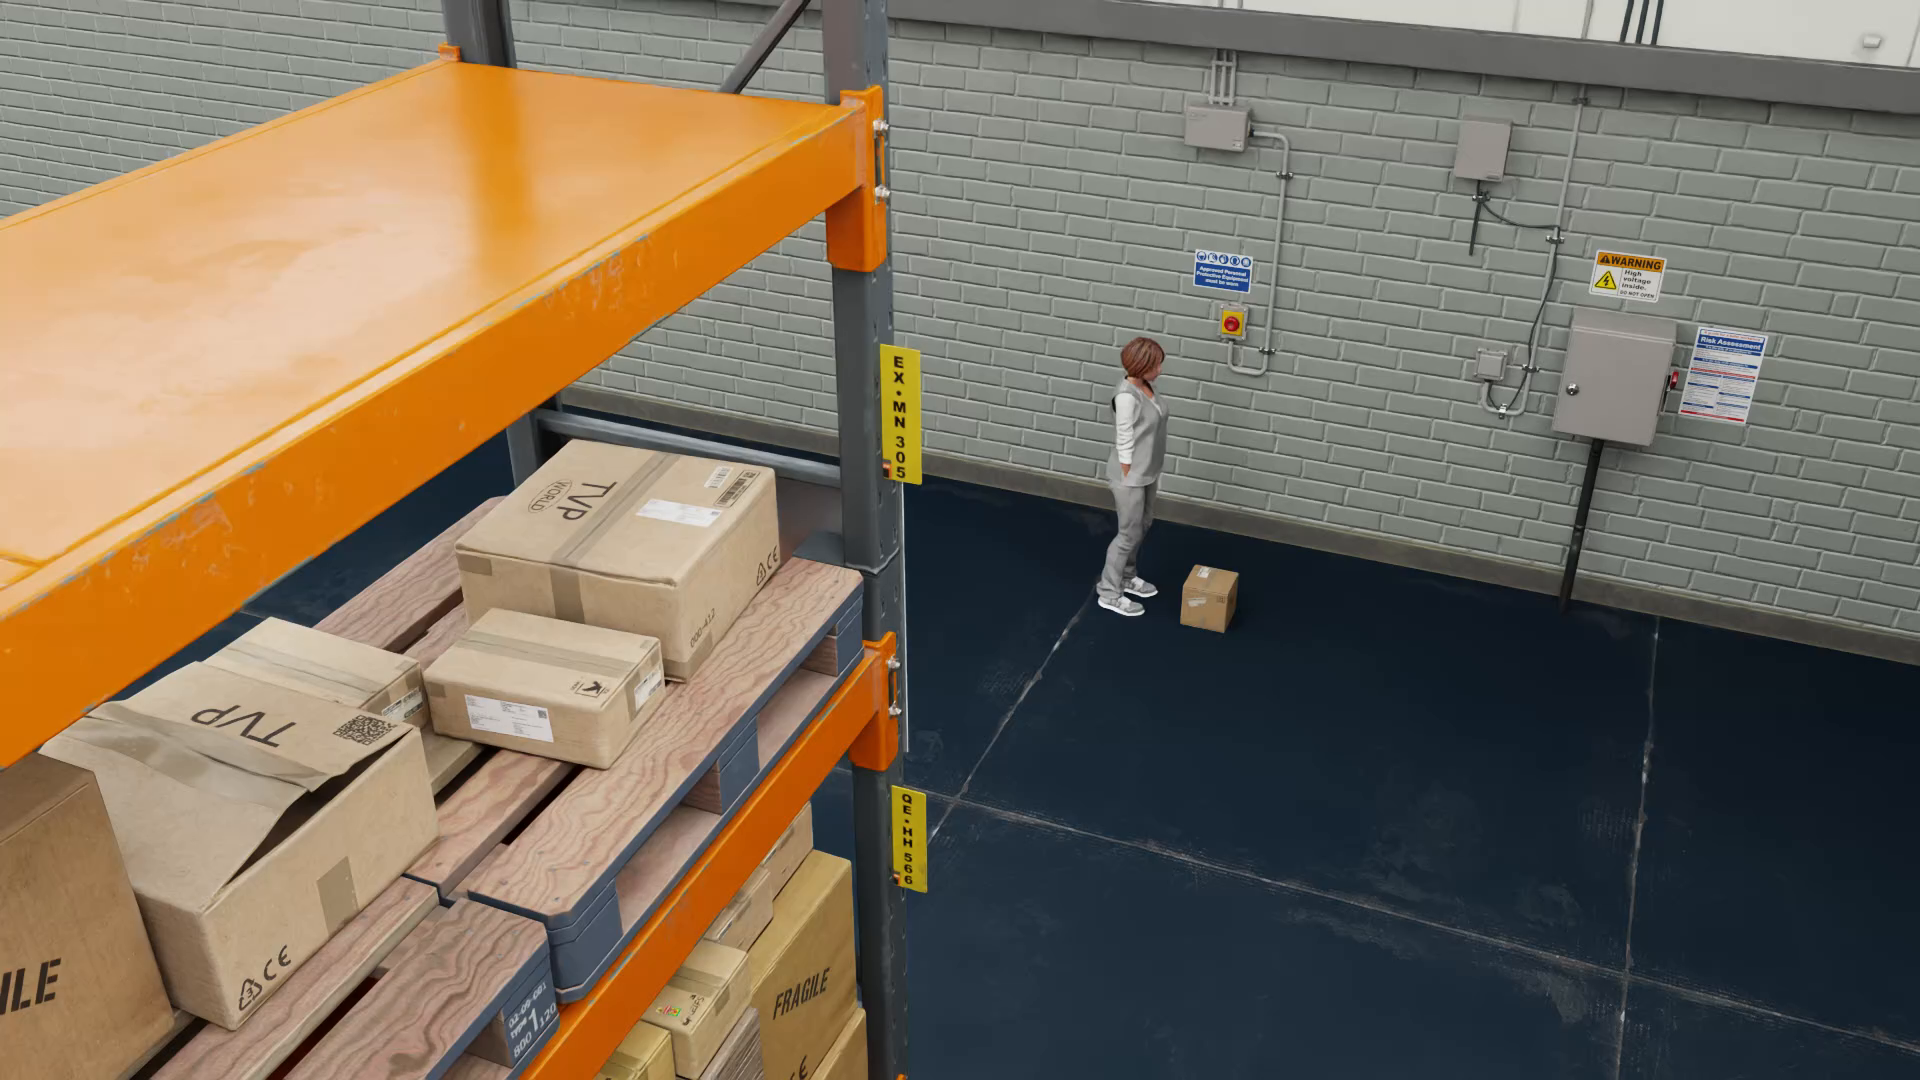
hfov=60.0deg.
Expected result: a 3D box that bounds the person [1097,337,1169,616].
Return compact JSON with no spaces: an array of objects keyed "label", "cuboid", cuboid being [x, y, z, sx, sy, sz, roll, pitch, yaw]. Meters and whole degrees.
[{"label":"person","cuboid":[0.951,-0.356,9.026,0.303,1.595,0.407,12,32,20]}]
